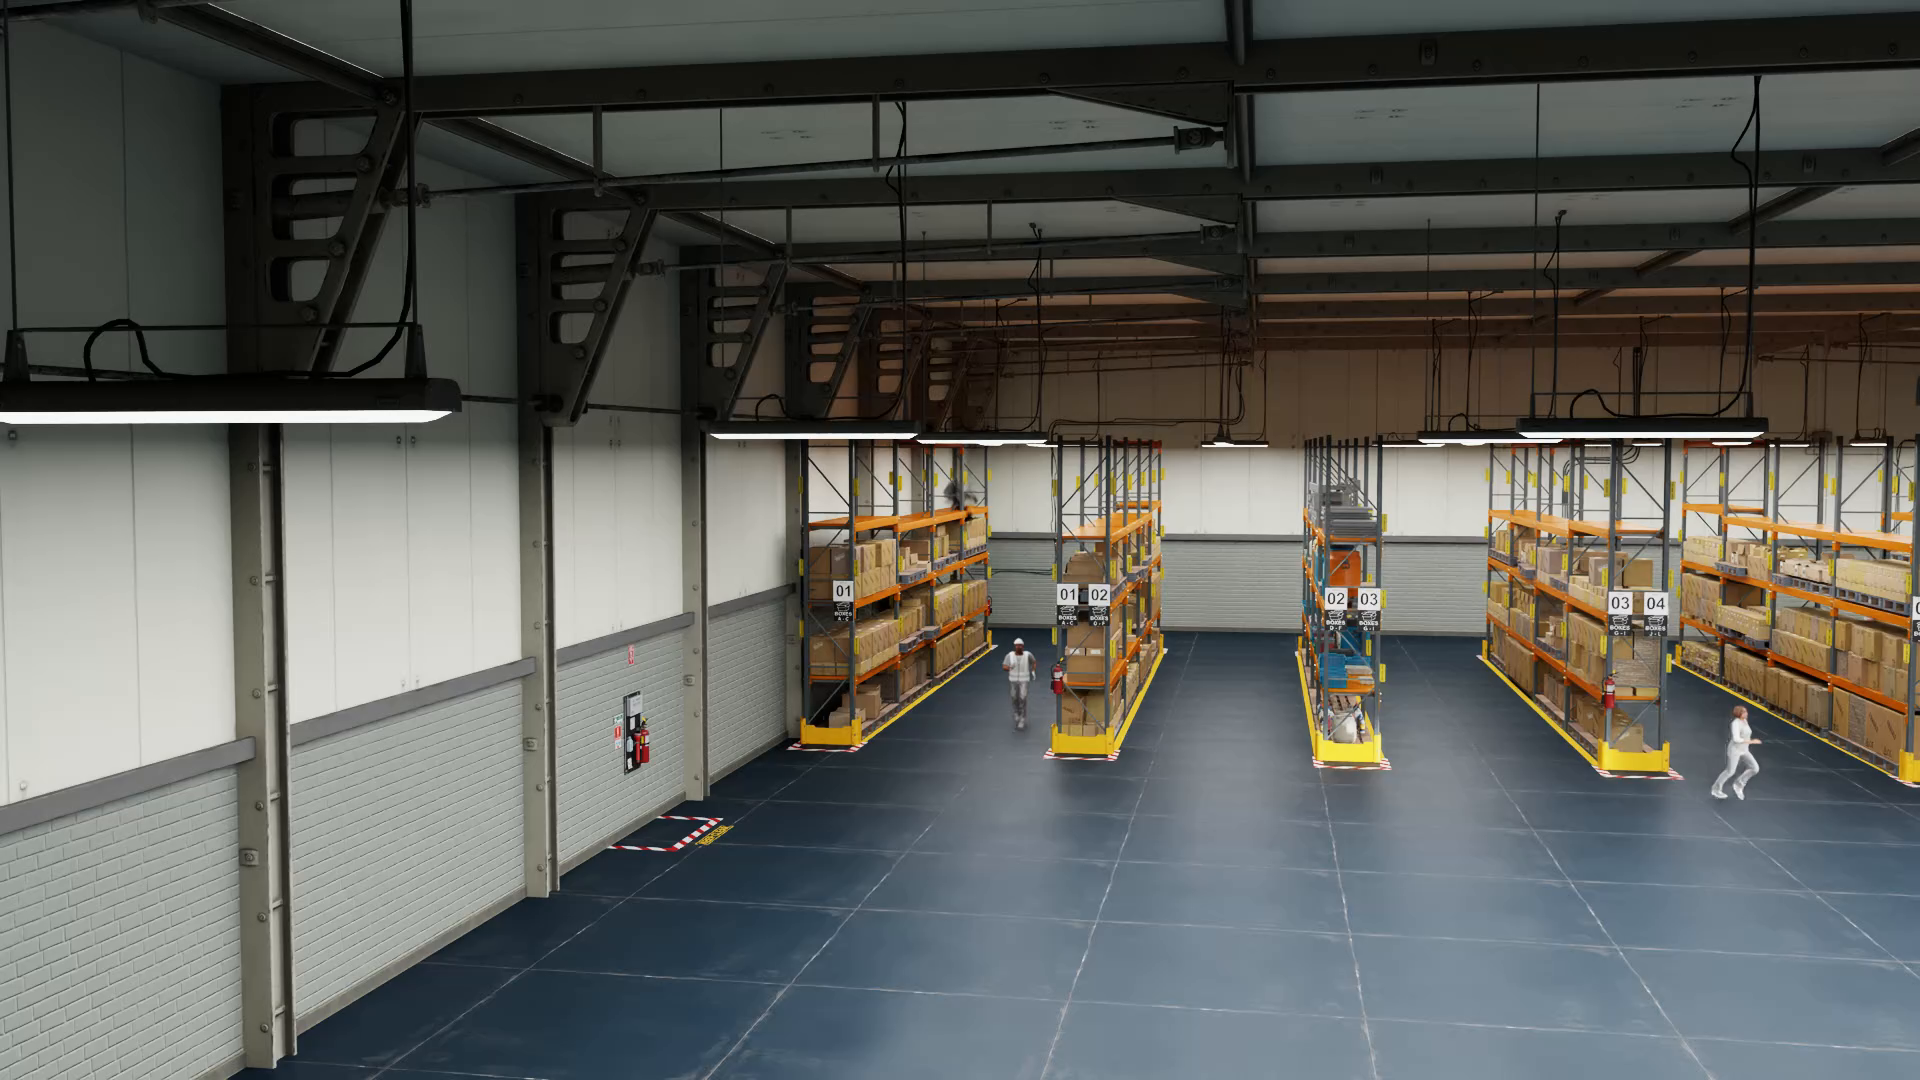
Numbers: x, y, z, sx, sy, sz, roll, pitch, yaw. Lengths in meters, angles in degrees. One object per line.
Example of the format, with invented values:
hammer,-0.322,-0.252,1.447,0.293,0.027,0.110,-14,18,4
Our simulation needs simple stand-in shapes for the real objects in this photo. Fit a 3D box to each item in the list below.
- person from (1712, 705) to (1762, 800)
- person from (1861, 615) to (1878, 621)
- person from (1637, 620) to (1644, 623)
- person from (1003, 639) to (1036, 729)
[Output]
person,12.677,3.445,27.056,0.555,1.545,0.786,-2,4,-38
person,24.744,2.414,45.033,0.806,1.759,0.739,2,4,33
person,18.270,2.447,44.848,0.528,1.737,0.719,-2,4,-36
person,1.222,2.946,34.456,0.670,1.814,0.903,1,3,10
